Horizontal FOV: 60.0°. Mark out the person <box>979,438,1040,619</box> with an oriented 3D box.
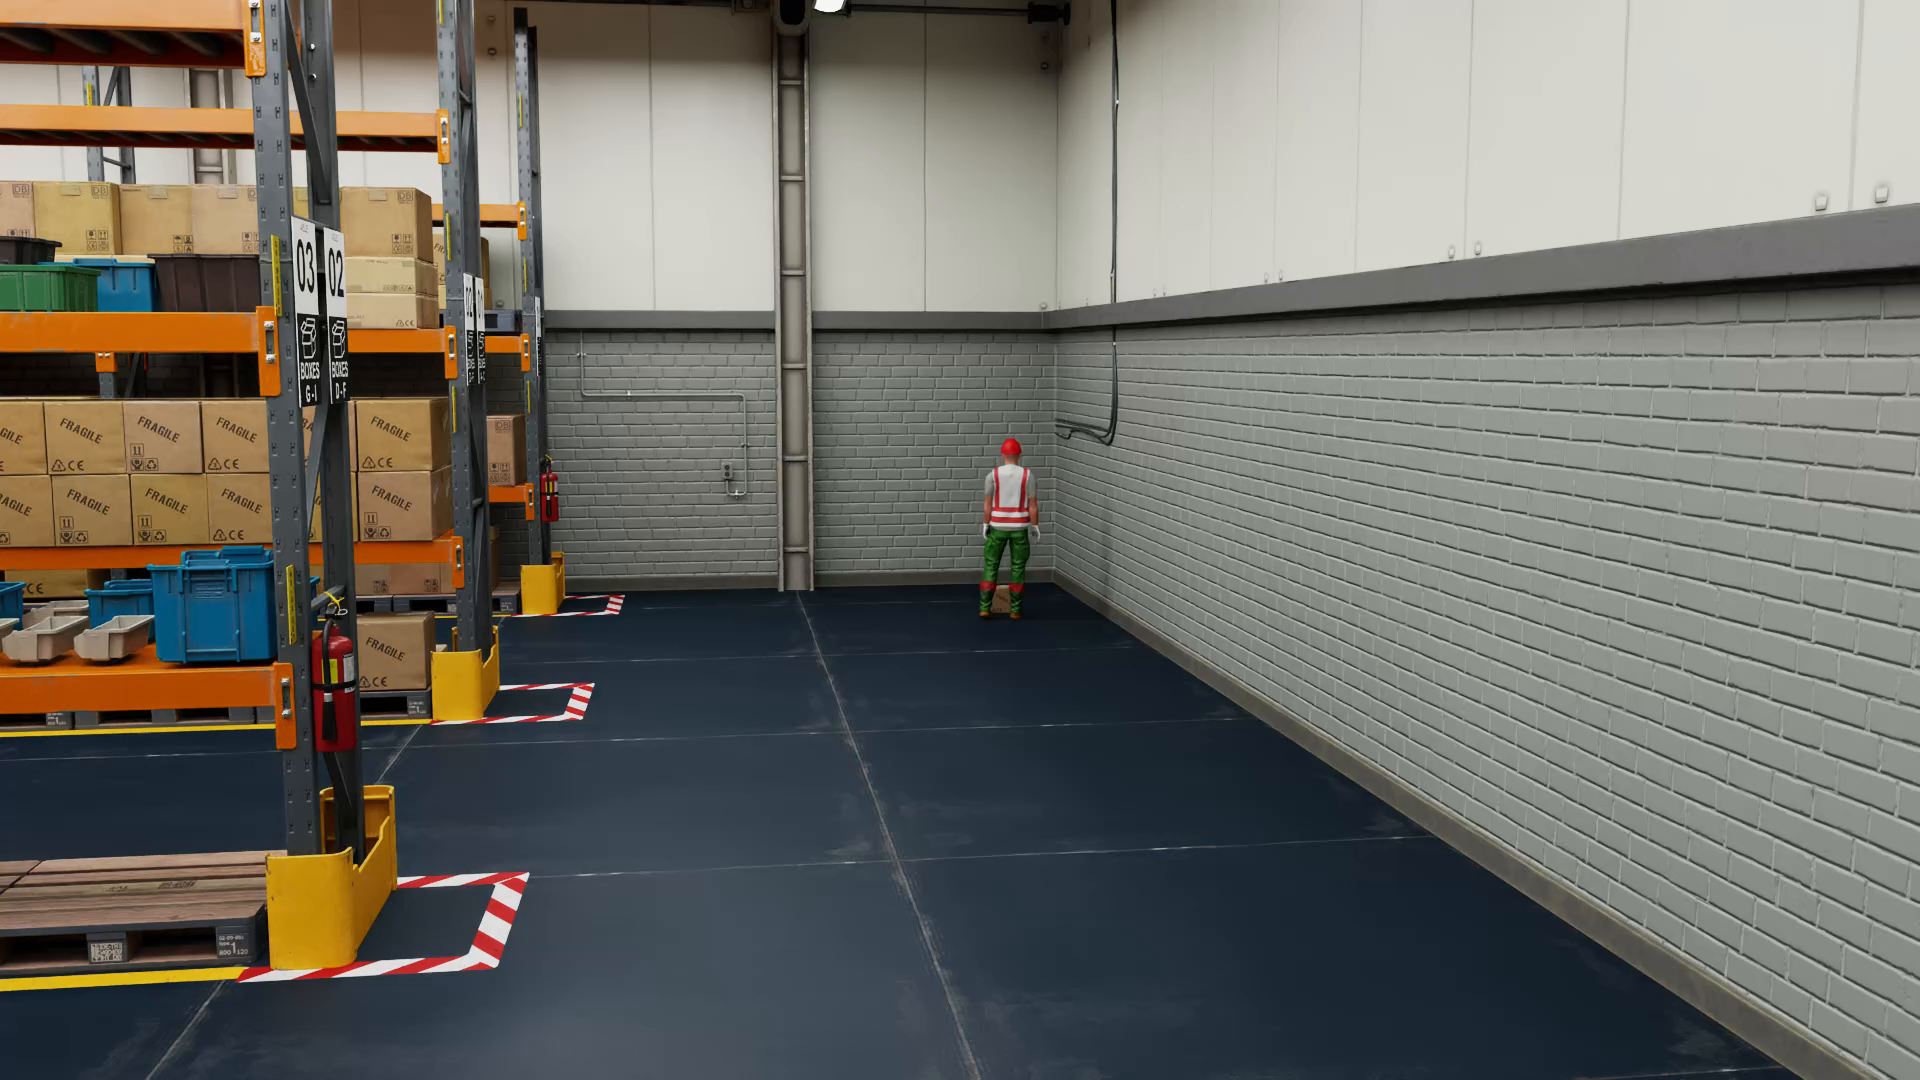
[{"bbox_3d":[0.493,-0.106,16.550,0.606,1.816,0.391,0,6,1],"label":"person"}]
